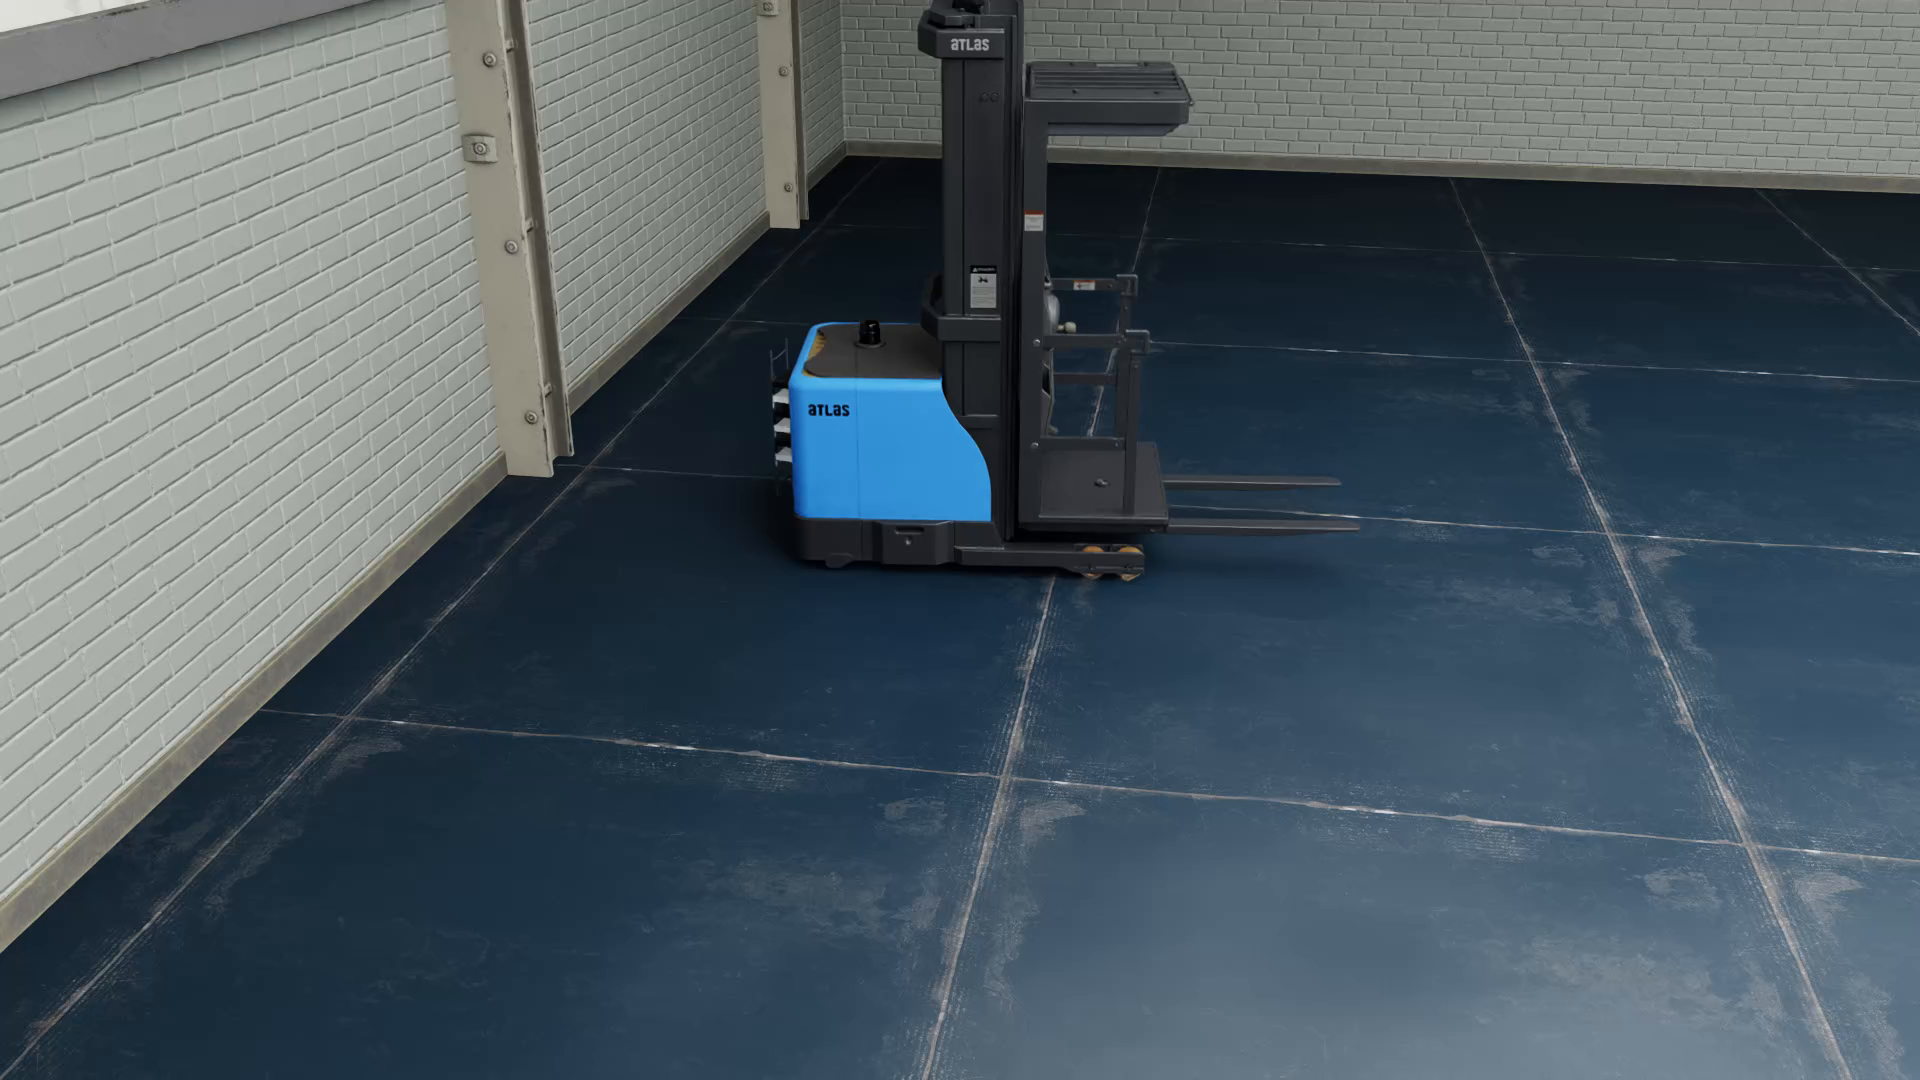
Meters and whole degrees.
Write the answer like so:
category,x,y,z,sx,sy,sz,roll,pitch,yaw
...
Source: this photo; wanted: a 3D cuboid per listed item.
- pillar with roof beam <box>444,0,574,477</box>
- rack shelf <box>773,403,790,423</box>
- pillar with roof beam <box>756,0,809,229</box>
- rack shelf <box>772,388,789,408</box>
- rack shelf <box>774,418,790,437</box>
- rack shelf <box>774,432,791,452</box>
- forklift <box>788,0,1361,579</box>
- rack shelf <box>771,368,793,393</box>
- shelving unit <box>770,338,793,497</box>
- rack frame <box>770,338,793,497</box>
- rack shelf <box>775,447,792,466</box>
category,x,y,z,sx,sy,sz,roll,pitch,yaw
pillar with roof beam,1.650,-4.250,7.714,9.100,9.000,0.400,4,25,9
rack shelf,-0.941,-0.747,9.652,0.200,0.077,0.258,8,26,16
pillar with roof beam,2.631,-6.759,13.075,9.100,9.000,0.400,4,25,9
rack shelf,-0.941,-0.829,9.614,0.200,0.077,0.258,8,26,16
rack shelf,-0.941,-0.666,9.690,0.200,0.077,0.258,8,26,16
rack shelf,-0.941,-0.584,9.728,0.200,0.077,0.258,8,26,16
forklift,0.634,-1.352,8.682,3.031,2.935,1.130,1,25,2
rack shelf,-0.941,-0.910,9.575,0.200,0.077,0.258,8,26,16
shelving unit,-0.941,-0.696,9.676,0.210,0.900,0.258,8,26,16
rack frame,-1.038,-0.709,9.704,0.006,0.900,0.240,8,26,16
rack shelf,-0.941,-0.503,9.766,0.200,0.077,0.258,8,26,16
